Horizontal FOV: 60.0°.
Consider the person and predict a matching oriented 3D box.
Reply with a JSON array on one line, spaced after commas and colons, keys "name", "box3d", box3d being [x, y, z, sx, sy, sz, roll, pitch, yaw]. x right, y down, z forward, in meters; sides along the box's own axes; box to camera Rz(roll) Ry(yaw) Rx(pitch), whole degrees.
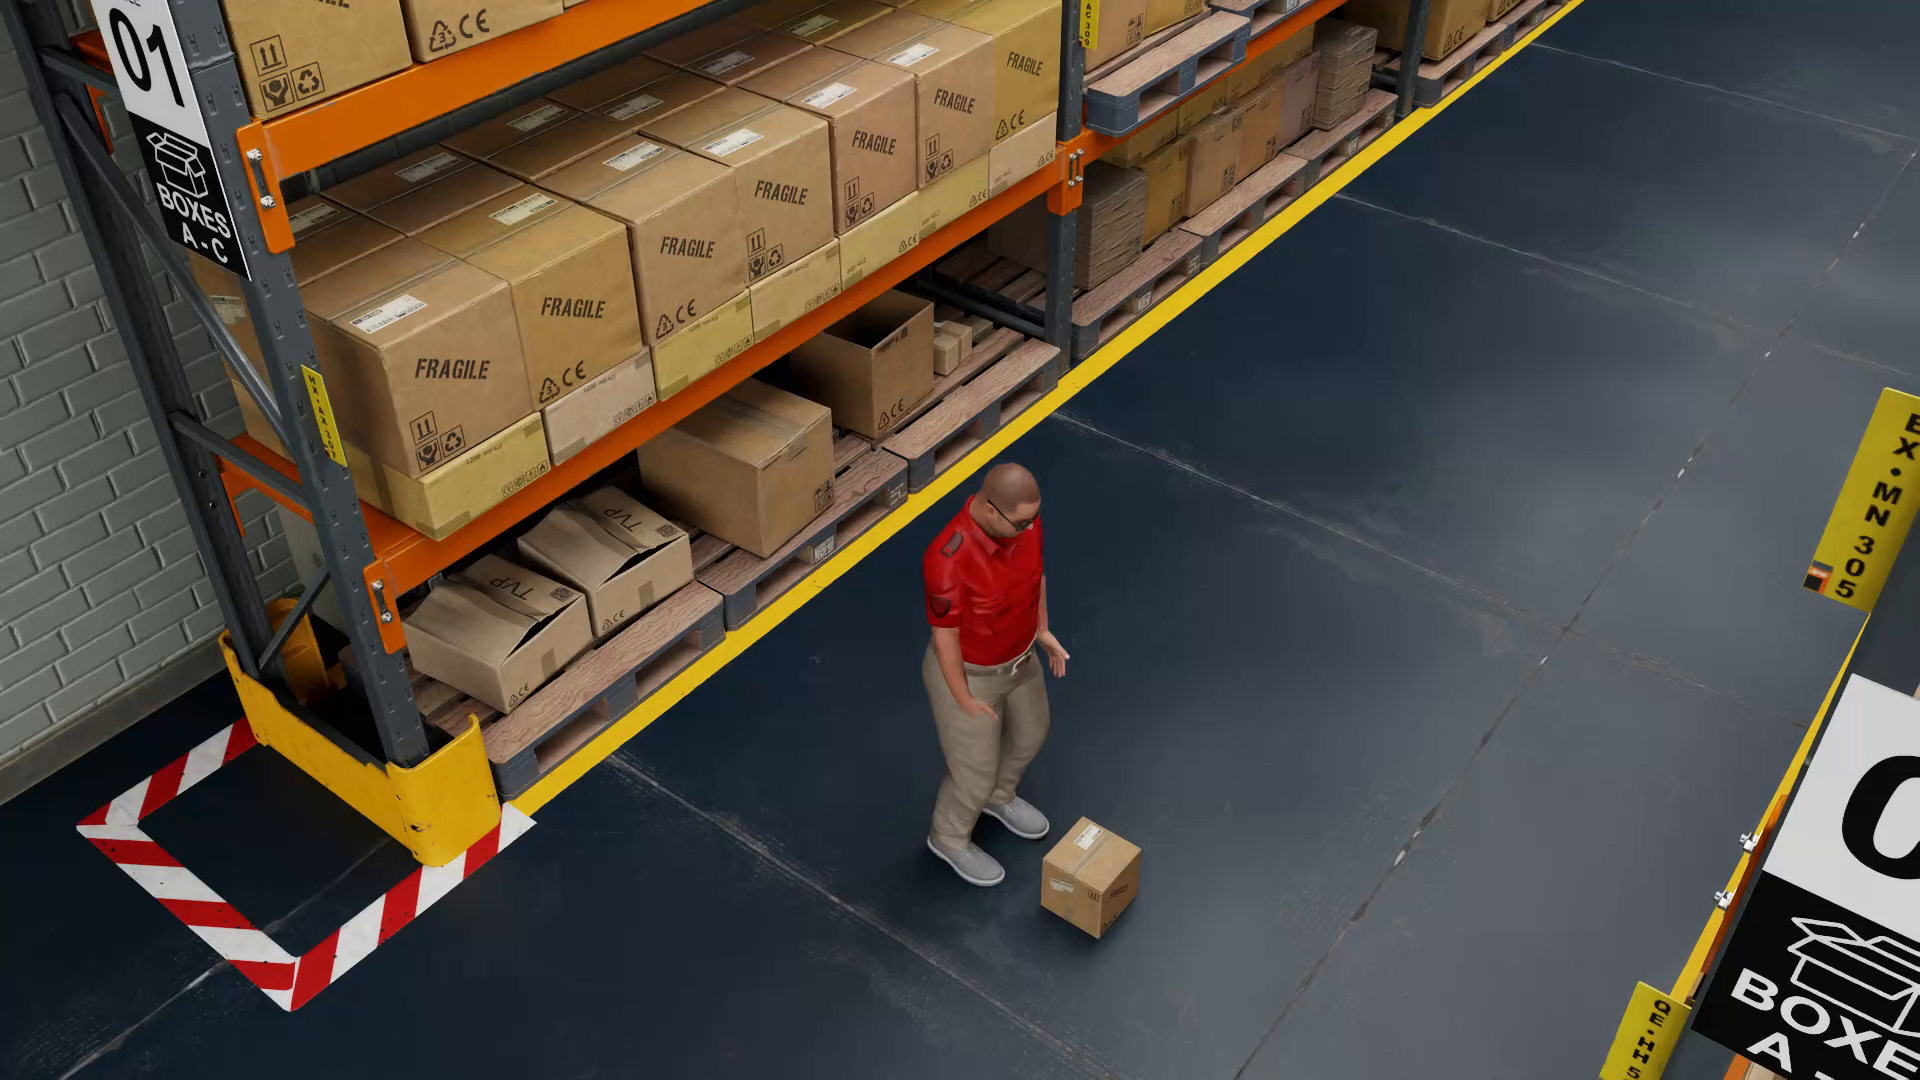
[{"name": "person", "box3d": [0.107, 0.424, 5.666, 0.377, 1.705, 0.544, 27, 46, 29]}]
